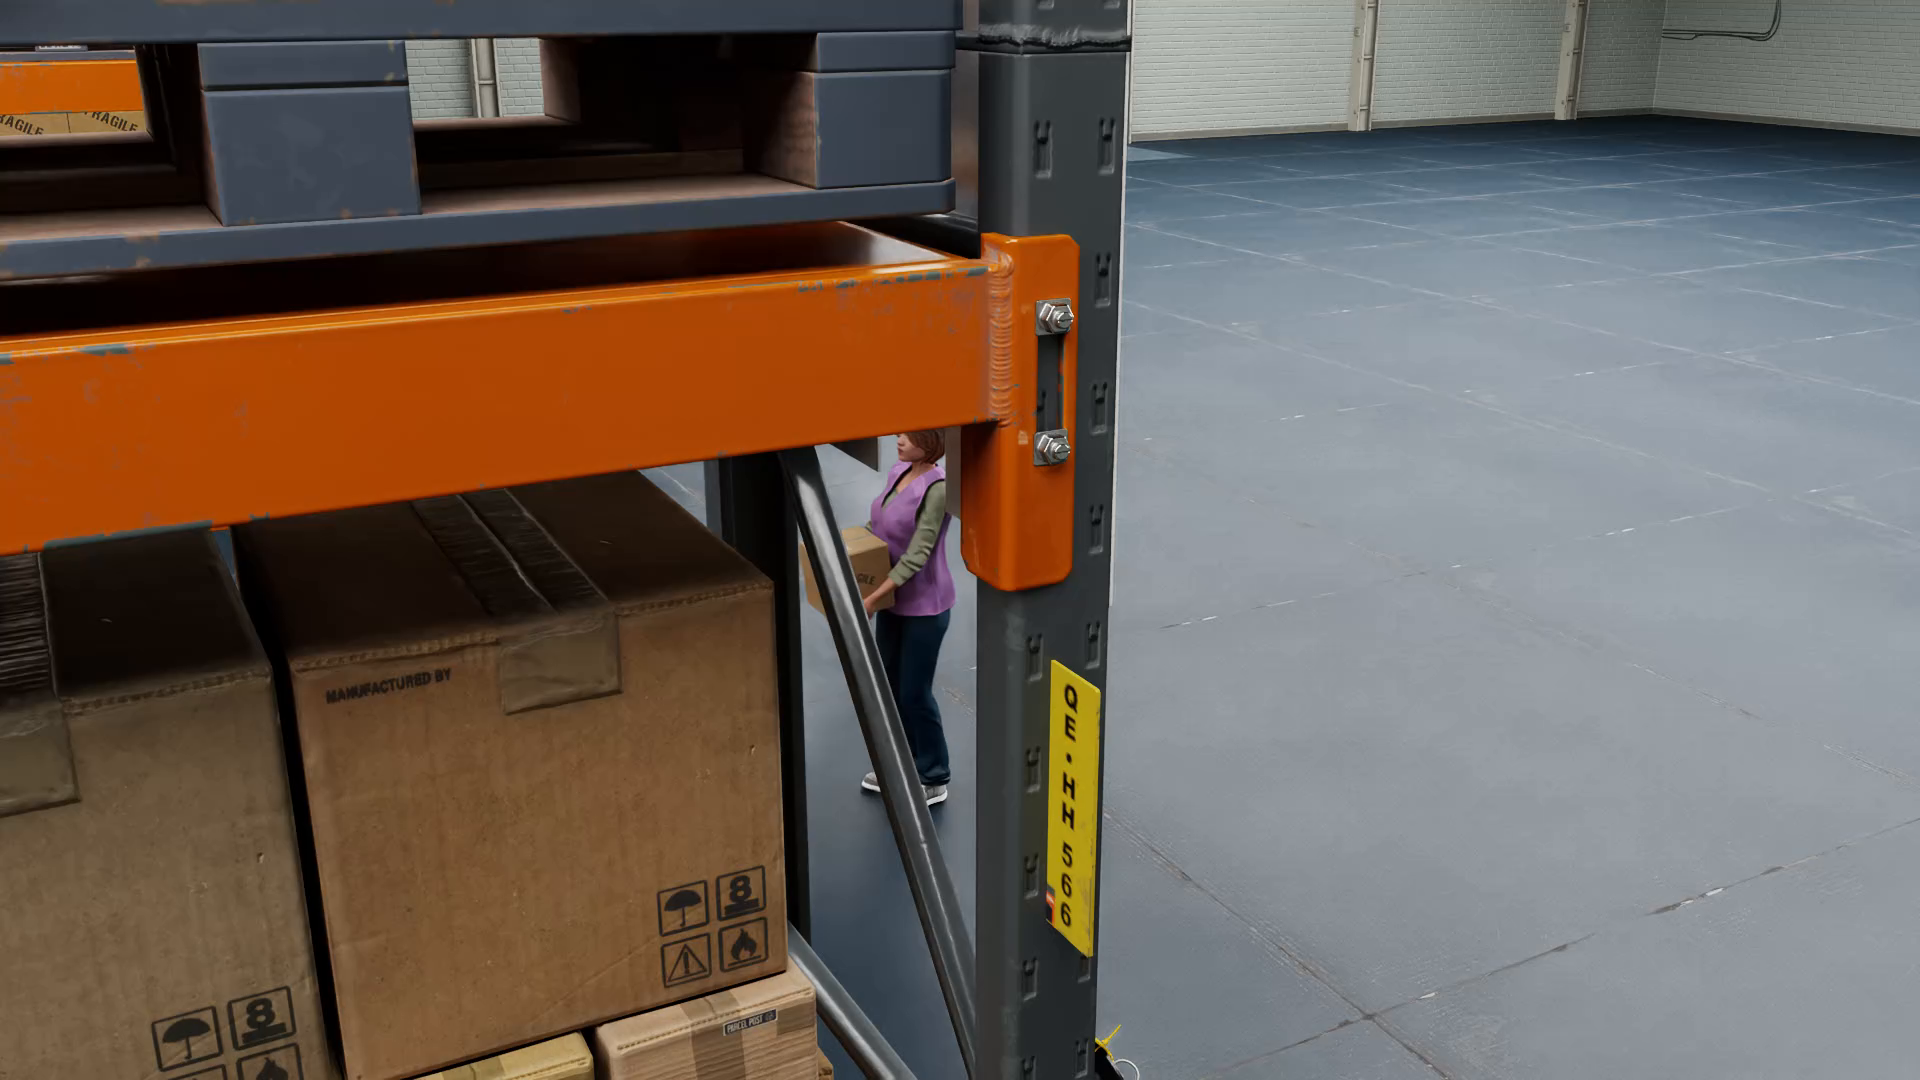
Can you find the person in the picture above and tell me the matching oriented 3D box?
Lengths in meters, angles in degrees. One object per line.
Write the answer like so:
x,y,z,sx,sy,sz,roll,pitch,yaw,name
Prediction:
-0.257,0.267,6.299,0.500,1.588,0.407,-10,21,-26,person
